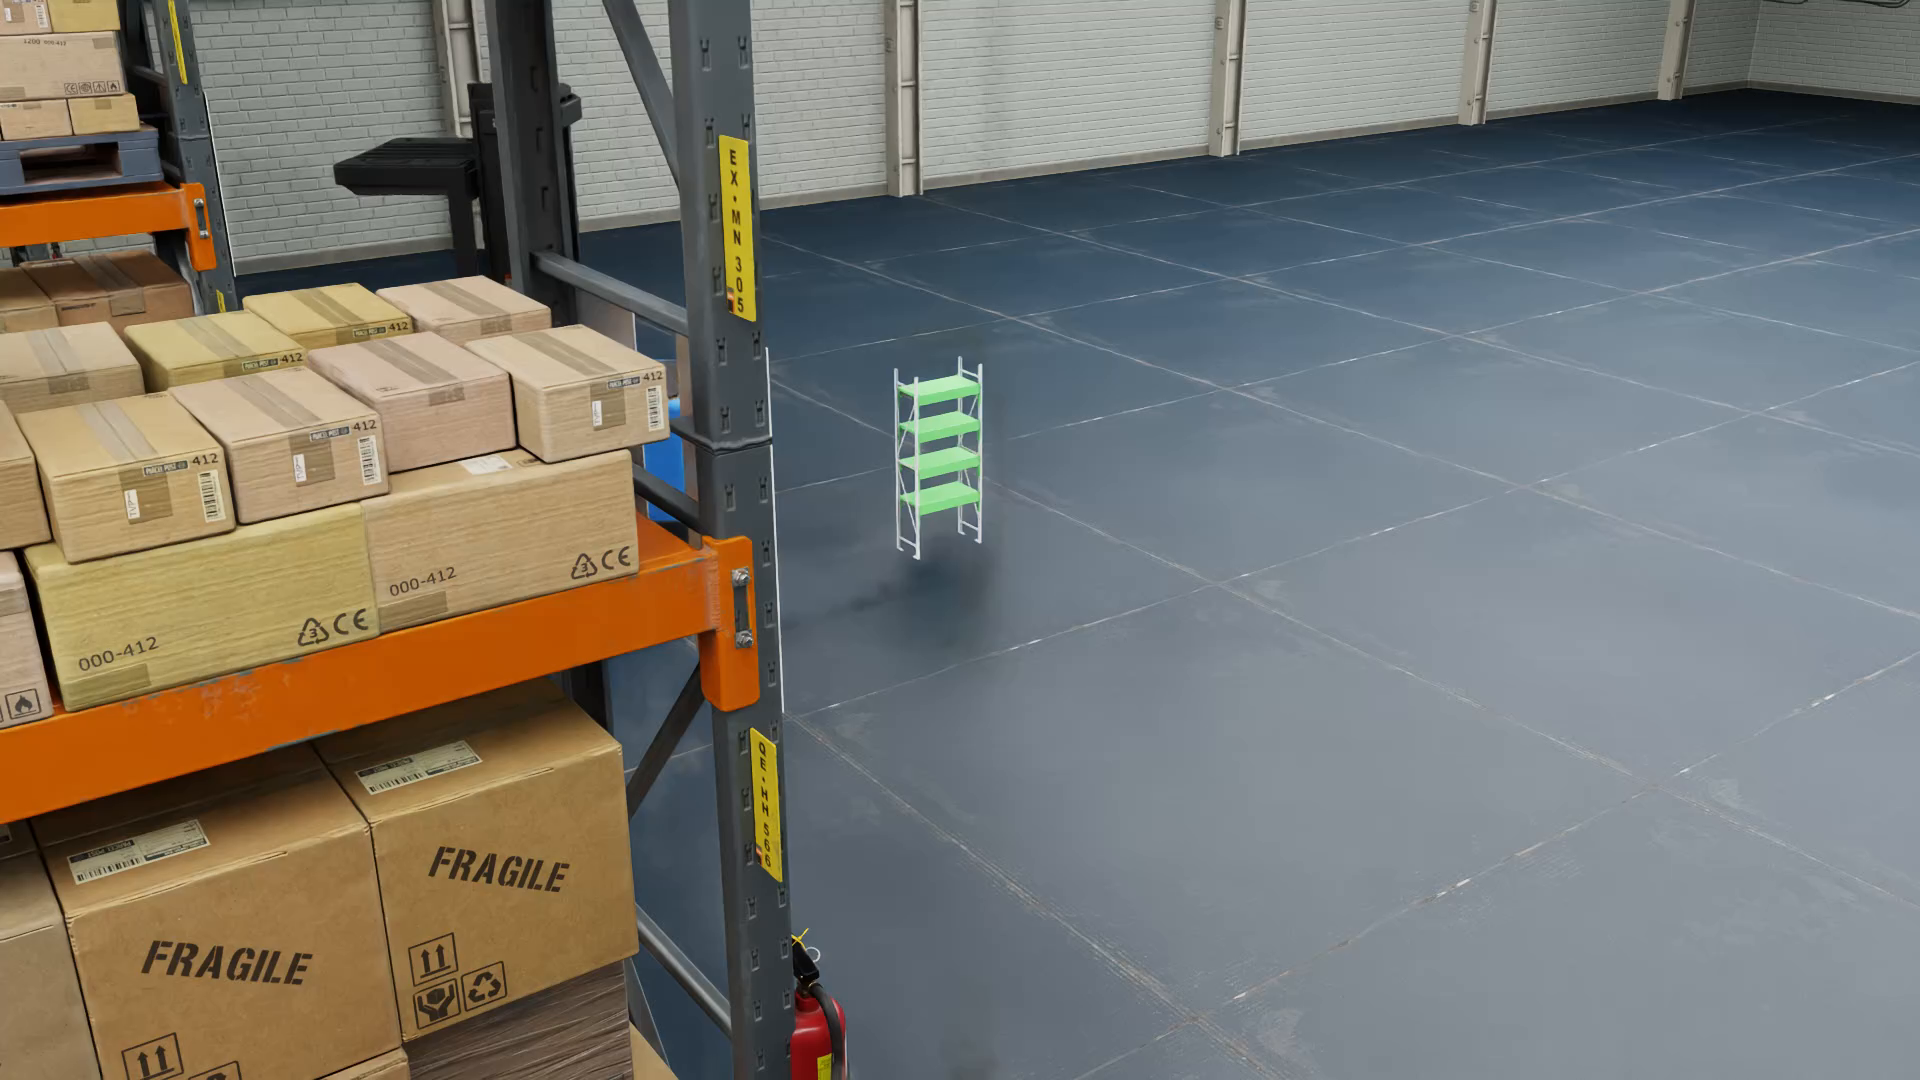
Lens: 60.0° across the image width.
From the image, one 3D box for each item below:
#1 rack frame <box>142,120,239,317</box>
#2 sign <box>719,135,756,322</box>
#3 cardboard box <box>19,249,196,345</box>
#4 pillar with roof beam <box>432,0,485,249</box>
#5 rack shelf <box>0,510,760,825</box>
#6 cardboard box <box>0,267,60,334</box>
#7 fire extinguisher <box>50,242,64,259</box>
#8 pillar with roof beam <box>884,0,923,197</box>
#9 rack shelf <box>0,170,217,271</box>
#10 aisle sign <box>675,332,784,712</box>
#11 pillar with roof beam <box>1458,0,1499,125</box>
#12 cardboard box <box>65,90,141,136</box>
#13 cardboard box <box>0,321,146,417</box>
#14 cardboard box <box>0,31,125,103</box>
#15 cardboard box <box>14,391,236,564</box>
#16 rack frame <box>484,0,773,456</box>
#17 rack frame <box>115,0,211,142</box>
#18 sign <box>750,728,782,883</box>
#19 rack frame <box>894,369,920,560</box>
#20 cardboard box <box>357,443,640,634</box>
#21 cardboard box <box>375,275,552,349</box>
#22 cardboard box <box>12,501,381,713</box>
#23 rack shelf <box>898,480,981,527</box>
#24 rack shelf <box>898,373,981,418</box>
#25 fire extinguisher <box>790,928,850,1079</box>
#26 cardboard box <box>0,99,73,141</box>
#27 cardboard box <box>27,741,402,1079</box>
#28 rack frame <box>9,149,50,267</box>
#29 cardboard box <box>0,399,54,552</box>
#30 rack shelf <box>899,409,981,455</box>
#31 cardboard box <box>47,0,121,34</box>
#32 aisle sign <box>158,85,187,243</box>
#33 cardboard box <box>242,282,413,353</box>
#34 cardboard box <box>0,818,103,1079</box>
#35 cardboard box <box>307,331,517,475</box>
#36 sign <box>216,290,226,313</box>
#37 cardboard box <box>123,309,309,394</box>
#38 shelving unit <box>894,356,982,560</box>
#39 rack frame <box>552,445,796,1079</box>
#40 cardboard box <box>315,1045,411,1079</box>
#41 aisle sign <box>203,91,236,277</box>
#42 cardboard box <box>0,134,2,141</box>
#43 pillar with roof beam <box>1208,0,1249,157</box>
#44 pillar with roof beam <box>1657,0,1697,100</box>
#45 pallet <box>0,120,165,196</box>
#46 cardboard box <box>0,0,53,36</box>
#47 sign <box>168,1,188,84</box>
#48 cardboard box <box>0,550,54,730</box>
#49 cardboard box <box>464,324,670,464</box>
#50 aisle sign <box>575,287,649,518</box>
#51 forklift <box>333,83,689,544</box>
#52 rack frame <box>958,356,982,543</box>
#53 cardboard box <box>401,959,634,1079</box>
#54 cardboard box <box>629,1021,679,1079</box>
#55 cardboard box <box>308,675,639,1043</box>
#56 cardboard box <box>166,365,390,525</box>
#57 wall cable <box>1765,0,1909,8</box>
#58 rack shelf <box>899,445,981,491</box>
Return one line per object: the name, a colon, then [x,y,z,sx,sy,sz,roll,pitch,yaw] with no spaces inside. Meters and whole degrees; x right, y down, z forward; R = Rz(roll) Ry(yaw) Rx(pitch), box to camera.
rack frame: [-3.527,-0.446,7.967,0.127,3.000,1.000,-15,26,-33]
sign: [-0.404,-0.565,3.024,0.005,0.325,0.100,-15,26,-33]
cardboard box: [-3.851,-0.949,7.567,0.550,0.550,0.875,-15,26,-33]
pillar with roof beam: [-3.109,-6.316,14.584,0.400,9.000,9.100,-15,26,-33]
rack shelf: [-2.336,0.442,2.666,4.000,0.370,1.077,-15,26,-33]
cardboard box: [-4.243,-0.802,7.200,0.550,0.550,0.875,-15,26,-33]
fire extinguisher: [-6.138,-1.764,11.374,0.183,0.674,0.296,-15,26,-33]
pillar with roof beam: [1.762,-7.615,17.838,0.400,9.000,9.100,-15,26,-33]
rack shelf: [-5.150,-1.072,6.460,4.000,0.370,1.077,-15,26,-33]
aisle sign: [-0.487,-0.063,3.499,0.004,0.787,0.394,-15,26,-33]
pillar with roof beam: [11.503,-10.213,24.347,0.400,9.000,9.100,-15,26,-33]
cardboard box: [-3.599,-1.790,6.926,0.250,0.149,0.380,-15,26,-33]
cardboard box: [-1.734,-0.295,3.204,0.250,0.149,0.380,-14,26,-31]
cardboard box: [-3.761,-1.959,6.812,0.500,0.250,0.500,-15,26,-32]
cardboard box: [-1.383,-0.112,2.747,0.250,0.149,0.380,-15,26,-33]
rack frame: [-0.712,-1.719,3.061,0.127,3.000,1.000,-15,26,-33]
rack frame: [-3.527,-3.233,6.856,0.127,3.000,1.000,-15,26,-33]
sign: [-0.404,0.555,3.471,0.005,0.325,0.100,-15,26,-33]
rack frame: [-0.332,-0.469,10.452,0.015,1.200,0.240,-15,26,-33]
cardboard box: [-0.955,-0.075,3.192,0.500,0.250,0.500,-14,26,-32]
cardboard box: [-1.071,-0.451,3.596,0.250,0.149,0.380,-15,26,-33]
cardboard box: [-1.359,0.034,2.919,0.500,0.250,0.500,-15,26,-33]
rack shelf: [-0.134,-0.239,10.697,0.480,0.148,0.258,-15,26,-33]
rack shelf: [-0.134,-0.908,10.430,0.480,0.148,0.258,-15,26,-33]
fire extinguisher: [-0.350,1.218,3.902,0.183,0.674,0.296,-15,26,-33]
cardboard box: [-3.804,-1.736,6.790,0.250,0.149,0.380,-15,26,-32]
cardboard box: [-1.417,0.722,3.154,0.500,0.500,0.500,-15,26,-33]
rack frame: [-6.500,-1.914,11.645,0.127,3.000,1.000,-15,26,-33]
cardboard box: [-1.657,-0.096,2.707,0.250,0.149,0.380,-15,26,-32]
rack shelf: [-0.134,-0.685,10.519,0.480,0.148,0.258,-15,26,-33]
cardboard box: [-3.602,-2.160,6.775,0.250,0.149,0.380,-15,26,-32]
aisle sign: [-3.645,-1.759,7.750,0.004,0.787,0.394,-15,26,-33]
cardboard box: [-1.338,-0.424,3.528,0.250,0.149,0.380,-14,26,-32]
cardboard box: [-1.824,0.830,2.885,0.500,0.500,0.500,-15,26,-33]
cardboard box: [-1.035,-0.266,3.132,0.250,0.149,0.380,-16,27,-35]
sign: [-3.221,-0.928,7.292,0.005,0.325,0.100,-15,26,-33]
cardboard box: [-1.471,-0.332,3.298,0.250,0.149,0.380,-15,26,-34]
shelving unit: [-0.134,-0.521,10.584,0.503,1.200,0.258,-15,26,-33]
rack frame: [-0.712,1.068,4.173,0.127,3.000,1.000,-15,26,-33]
cardboard box: [-1.511,1.138,3.460,0.500,0.500,0.875,-15,26,-33]
aisle sign: [-3.294,-1.579,7.298,0.004,0.787,0.394,-15,26,-33]
cardboard box: [-4.012,-1.680,6.650,0.250,0.149,0.380,-14,26,-32]
pillar with roof beam: [6.632,-8.914,21.093,0.400,9.000,9.100,-15,26,-33]
pillar with roof beam: [16.373,-11.511,27.602,0.400,9.000,9.100,-15,26,-33]
pallet: [-4.123,-1.635,7.018,1.213,0.211,1.003,-15,26,-33]
cardboard box: [-3.806,-2.106,6.641,0.250,0.149,0.380,-15,26,-33]
sign: [-3.221,-2.048,6.845,0.005,0.325,0.100,-15,26,-33]
cardboard box: [-1.780,0.142,2.647,0.500,0.250,0.500,-14,26,-32]
cardboard box: [-0.755,-0.287,3.185,0.250,0.149,0.380,-15,26,-33]
aisle sign: [-0.837,-0.243,3.951,0.004,0.787,0.394,-15,26,-33]
forklift: [-3.146,-1.392,10.431,3.031,2.935,1.130,1,22,1]
rack frame: [0.064,-0.574,10.717,0.015,1.200,0.240,-15,26,-33]
cardboard box: [-1.175,0.994,3.822,0.500,0.500,0.875,-15,26,-33]
cardboard box: [-0.823,1.308,3.909,0.250,0.149,0.380,-15,26,-33]
cardboard box: [-1.014,0.612,3.430,0.500,0.500,0.500,-15,26,-33]
cardboard box: [-1.193,-0.174,2.901,0.250,0.149,0.380,-16,27,-35]
wall cable: [17.022,-11.604,32.024,0.112,2.526,3.097,-15,26,-33]
rack shelf: [-0.134,-0.462,10.608,0.480,0.148,0.258,-15,26,-33]
